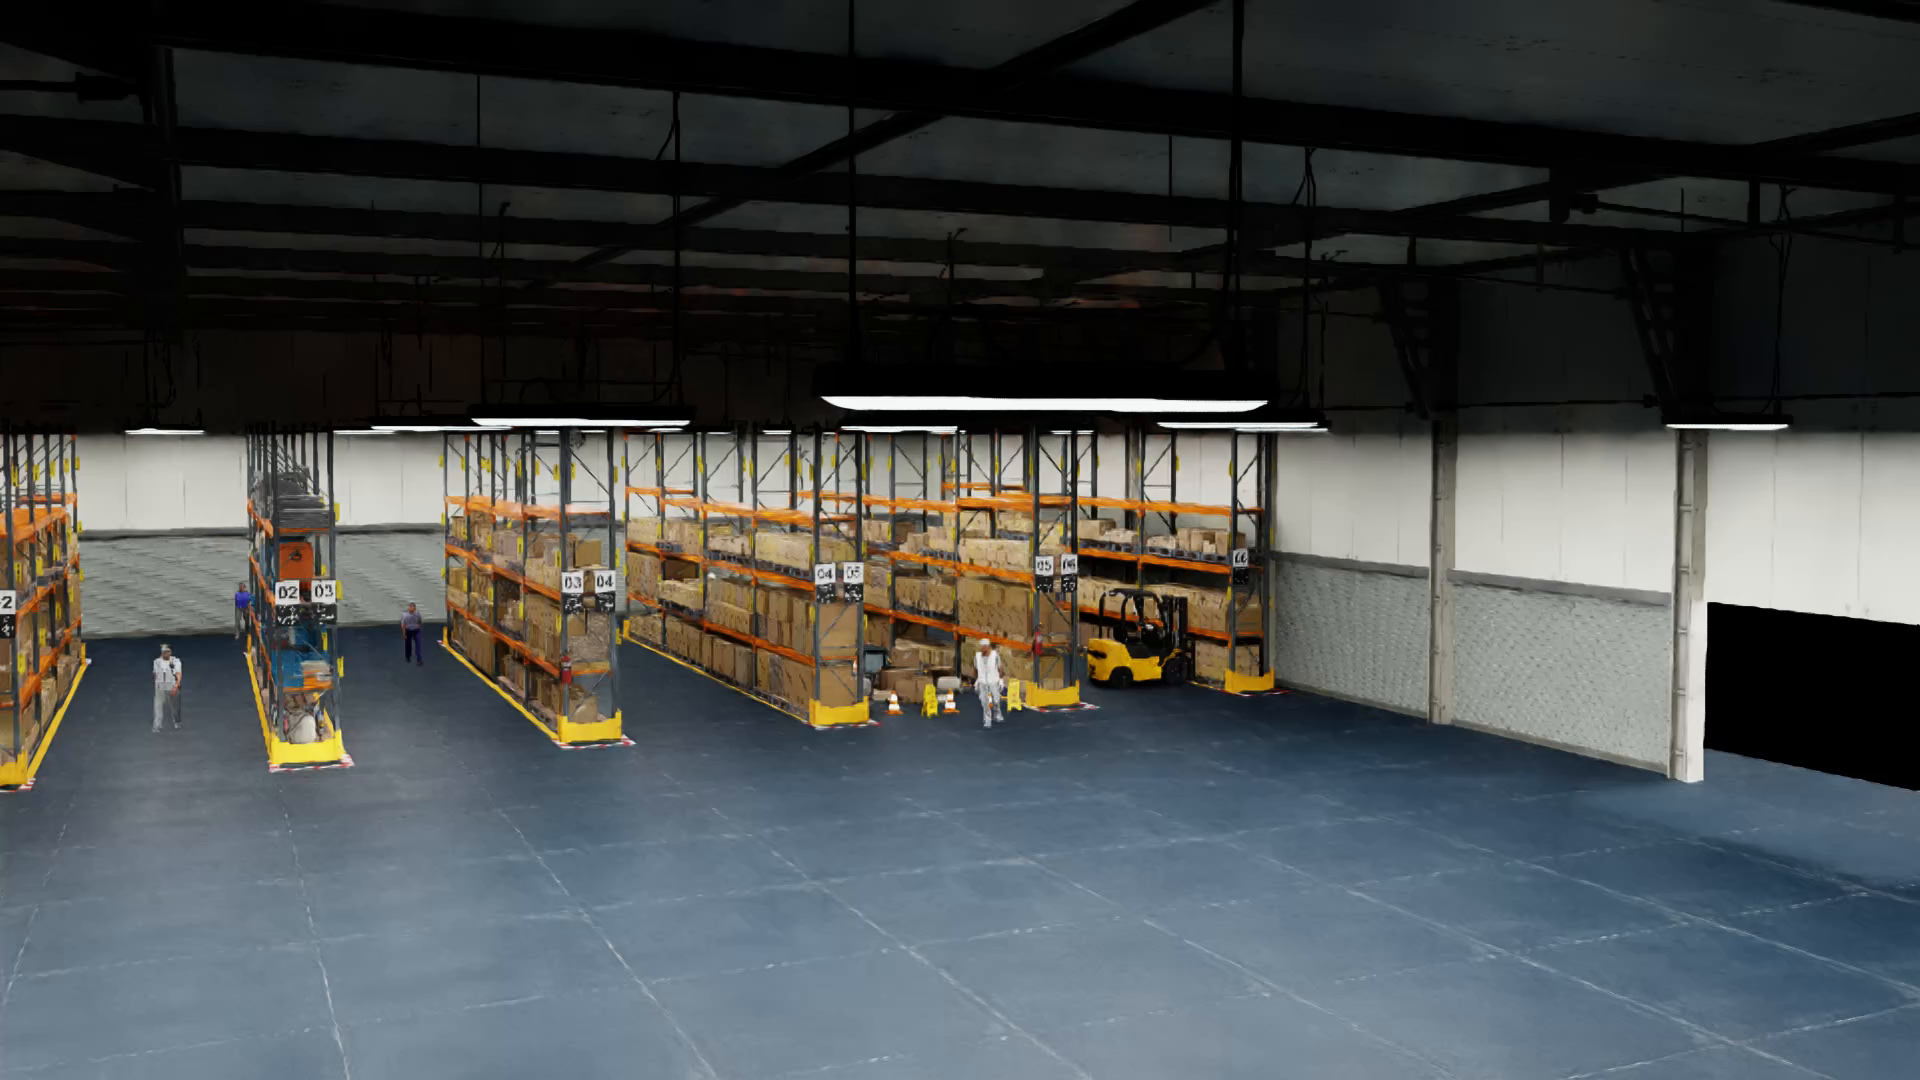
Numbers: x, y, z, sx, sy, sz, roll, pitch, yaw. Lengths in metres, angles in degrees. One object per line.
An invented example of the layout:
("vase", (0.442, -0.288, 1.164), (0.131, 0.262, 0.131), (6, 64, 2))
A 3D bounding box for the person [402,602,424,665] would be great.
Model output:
("person", (-13.738, 2.321, 41.680), (0.479, 1.567, 1.090), (-1, 4, -22))

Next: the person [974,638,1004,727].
("person", (0.570, 2.793, 32.744), (0.602, 1.777, 0.571), (1, 4, 11))

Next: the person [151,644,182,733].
("person", (-15.334, 2.840, 32.181), (0.534, 1.705, 1.033), (-1, 4, -15))

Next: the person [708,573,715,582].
("person", (-7.156, 1.830, 47.796), (0.588, 1.784, 0.666), (0, 4, 0))

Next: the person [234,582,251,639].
("person", (-20.231, 1.986, 46.914), (0.441, 1.580, 1.000), (-1, 4, -16))
